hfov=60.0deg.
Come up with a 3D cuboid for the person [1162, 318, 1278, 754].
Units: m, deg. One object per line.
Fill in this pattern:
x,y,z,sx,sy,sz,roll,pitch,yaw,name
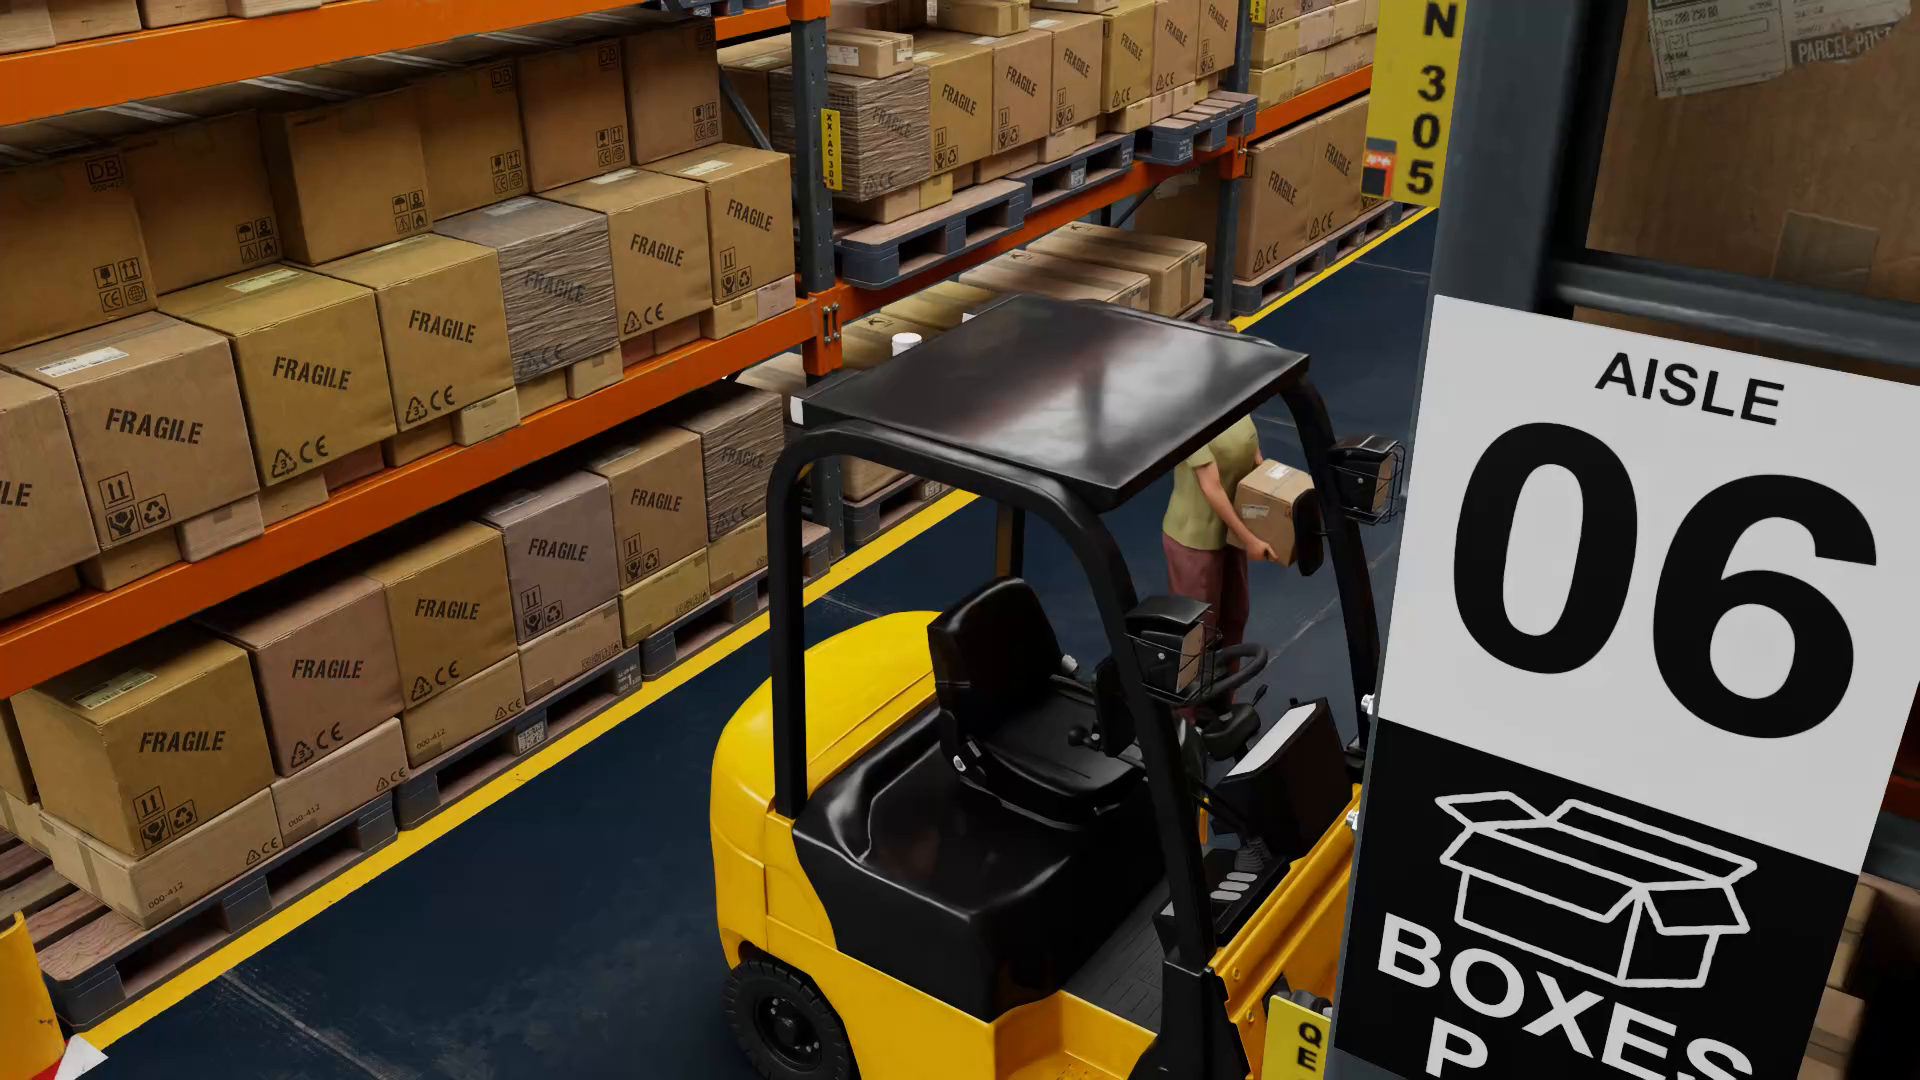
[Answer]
0.976,0.005,6.122,0.538,1.668,0.421,17,32,30,person
